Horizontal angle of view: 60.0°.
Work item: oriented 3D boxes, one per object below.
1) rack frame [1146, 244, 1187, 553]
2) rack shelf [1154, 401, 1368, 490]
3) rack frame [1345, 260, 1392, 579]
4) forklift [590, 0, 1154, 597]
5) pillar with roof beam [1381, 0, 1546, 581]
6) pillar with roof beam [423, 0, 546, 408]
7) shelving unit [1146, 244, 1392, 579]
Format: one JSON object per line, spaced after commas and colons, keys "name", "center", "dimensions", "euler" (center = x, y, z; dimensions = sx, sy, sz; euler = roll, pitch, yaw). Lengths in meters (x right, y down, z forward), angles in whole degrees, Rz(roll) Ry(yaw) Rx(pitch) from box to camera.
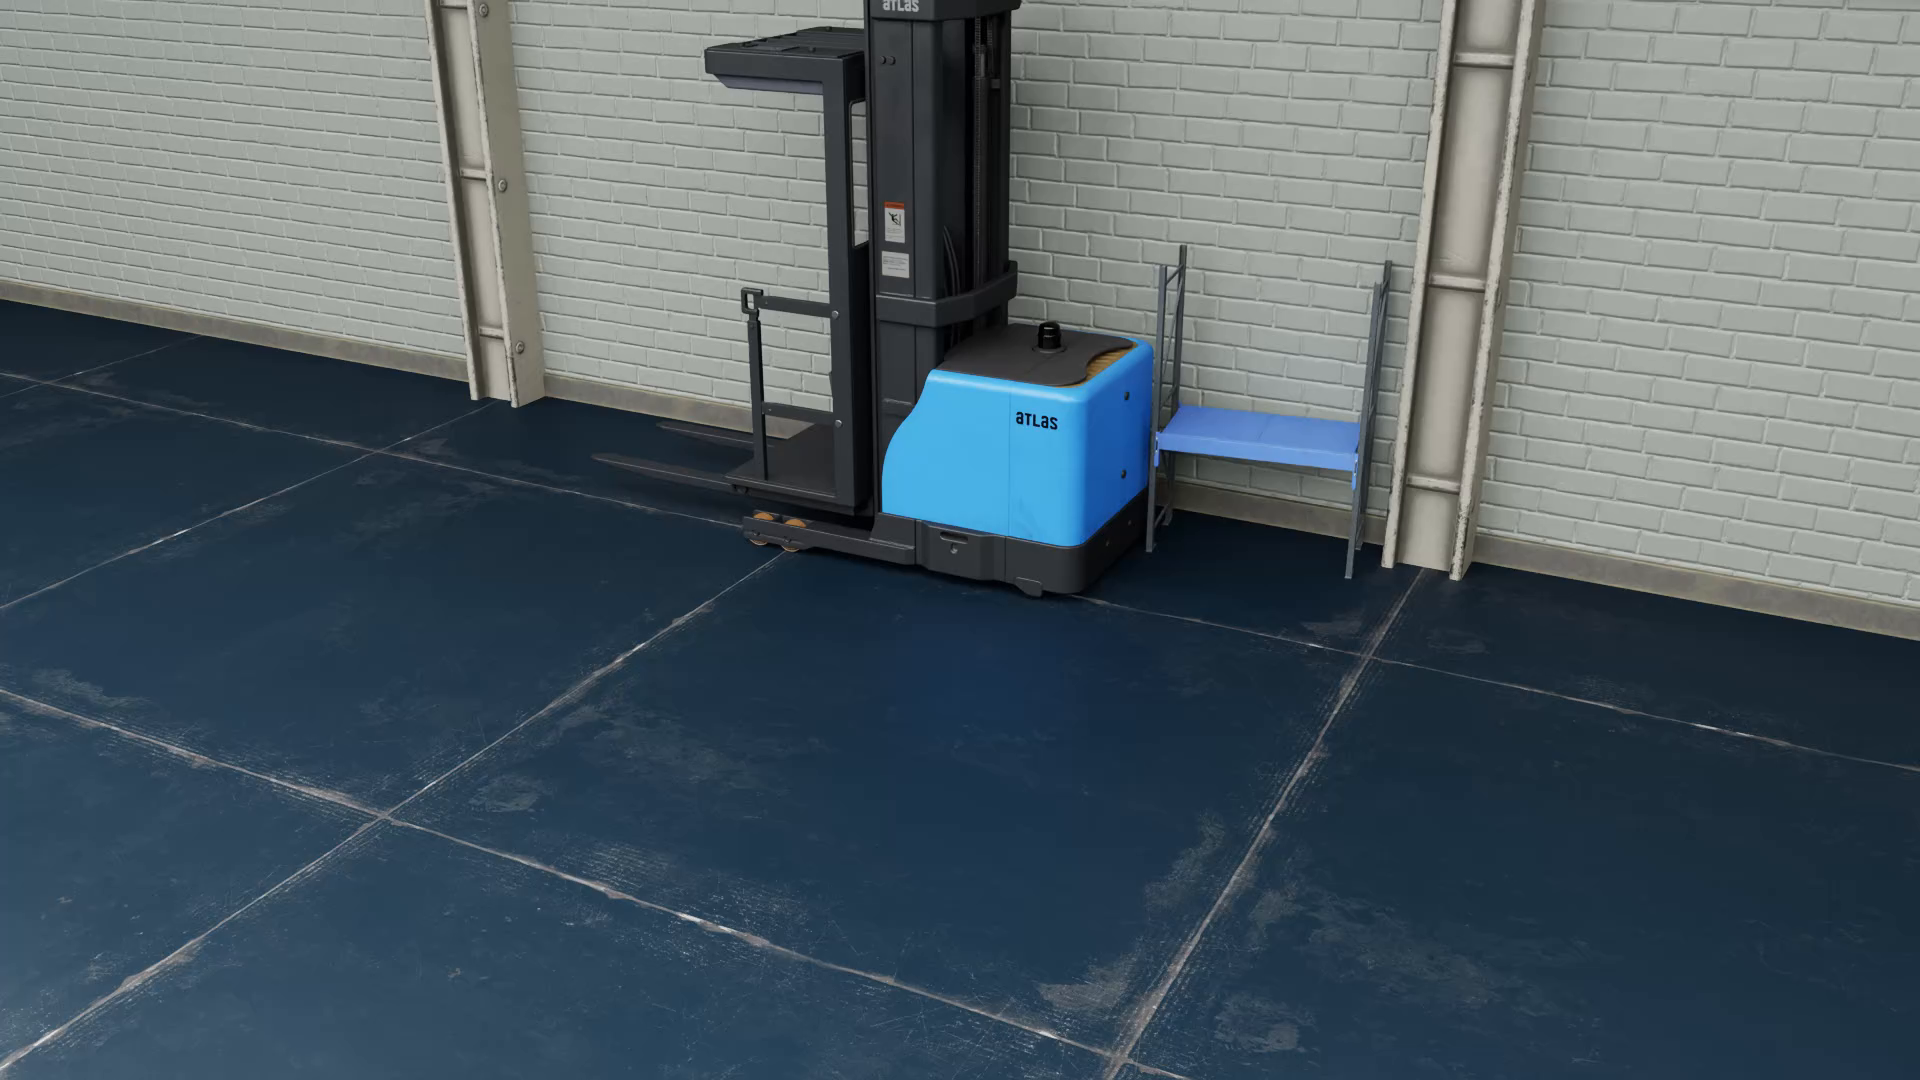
{"name": "rack frame", "center": [1.057, -0.719, 8.524], "dimensions": [0.032, 1.500, 0.500], "euler": [8, 24, 18]}
{"name": "rack shelf", "center": [1.538, -0.488, 8.440], "dimensions": [1.000, 0.185, 0.538], "euler": [8, 24, 18]}
{"name": "rack frame", "center": [2.018, -0.588, 8.216], "dimensions": [0.032, 1.500, 0.500], "euler": [8, 24, 18]}
{"name": "forklift", "center": [-0.563, -1.459, 8.435], "dimensions": [3.031, 2.935, 1.130], "euler": [11, 25, 24]}
{"name": "pillar with roof beam", "center": [0.440, -2.523, 3.185], "dimensions": [0.400, 9.000, 9.100], "euler": [11, 25, 25]}
{"name": "pillar with roof beam", "center": [-4.914, -3.583, 5.676], "dimensions": [0.400, 9.000, 9.100], "euler": [11, 25, 25]}
{"name": "shelving unit", "center": [1.538, -0.653, 8.370], "dimensions": [1.048, 1.500, 0.538], "euler": [8, 24, 18]}
